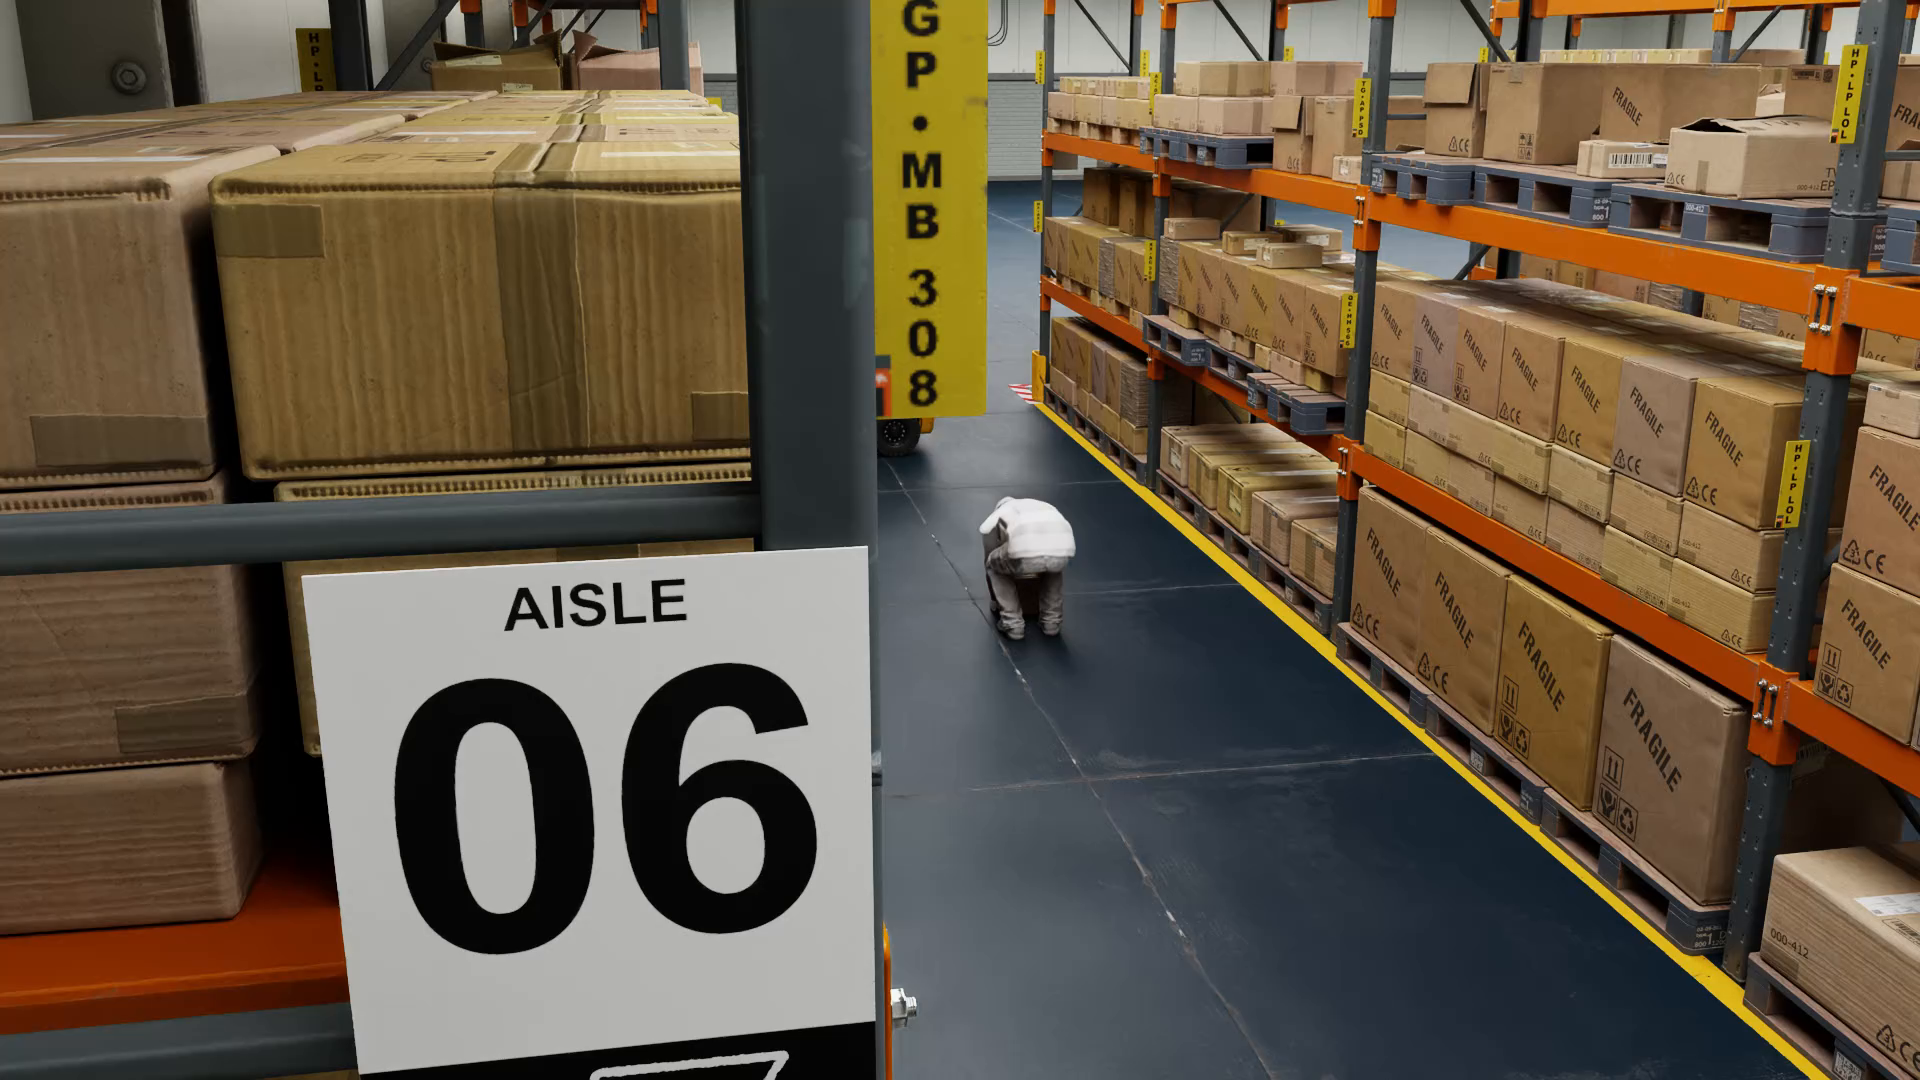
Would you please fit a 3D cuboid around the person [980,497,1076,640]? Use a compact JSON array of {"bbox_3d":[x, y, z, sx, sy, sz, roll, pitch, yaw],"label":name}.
[{"bbox_3d":[0.411,0.163,10.696,0.534,0.845,0.992,-4,17,-12],"label":"person"}]
